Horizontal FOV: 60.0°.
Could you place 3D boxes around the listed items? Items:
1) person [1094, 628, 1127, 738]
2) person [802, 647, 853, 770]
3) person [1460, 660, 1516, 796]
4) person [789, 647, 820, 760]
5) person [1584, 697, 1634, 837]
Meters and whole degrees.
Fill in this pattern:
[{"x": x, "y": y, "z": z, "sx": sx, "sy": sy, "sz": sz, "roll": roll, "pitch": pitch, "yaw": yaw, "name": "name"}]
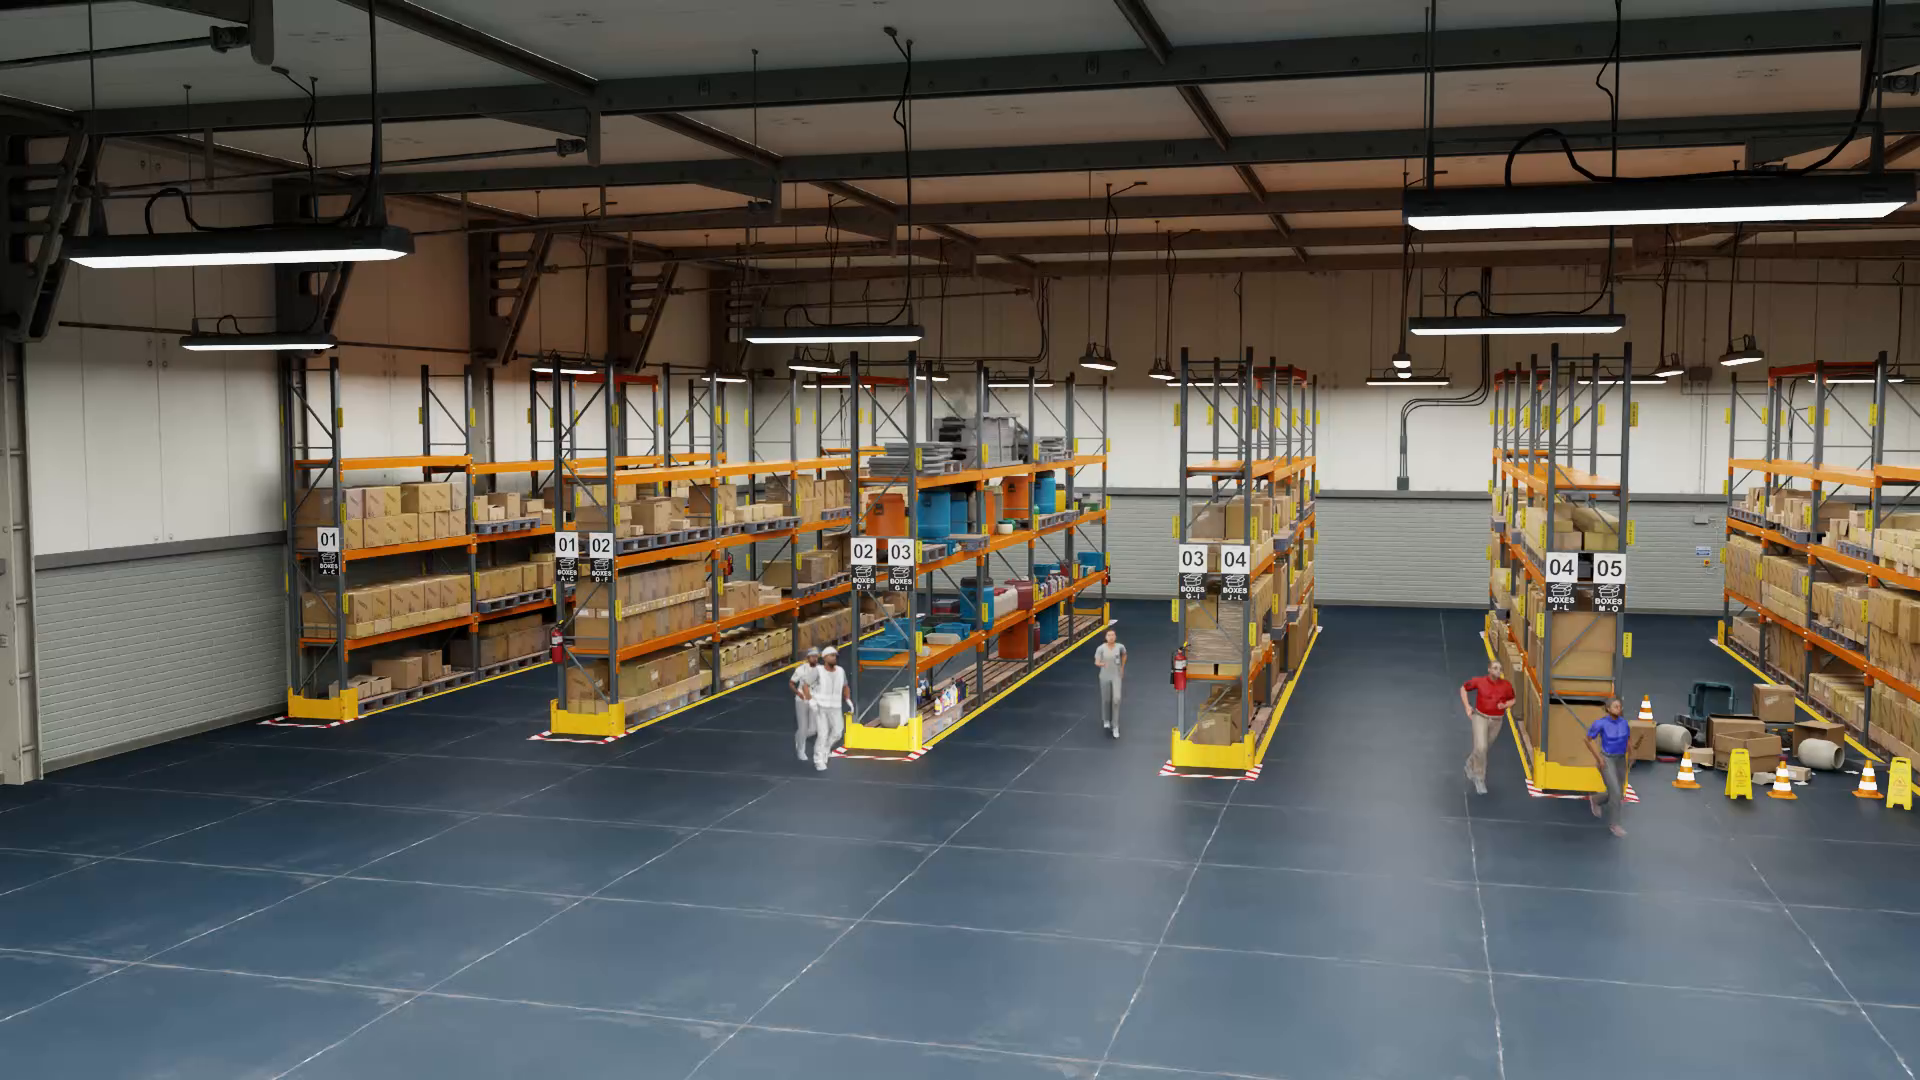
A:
[{"x": 2.385, "y": 2.233, "z": 26.347, "sx": 0.511, "sy": 1.713, "sz": 0.825, "roll": 0, "pitch": 4, "yaw": 5, "name": "person"}, {"x": -1.868, "y": 2.402, "z": 23.781, "sx": 0.744, "sy": 1.722, "sz": 0.524, "roll": -2, "pitch": 5, "yaw": -26, "name": "person"}, {"x": 7.161, "y": 2.496, "z": 22.487, "sx": 0.688, "sy": 1.757, "sz": 0.927, "roll": 0, "pitch": 4, "yaw": -6, "name": "person"}, {"x": -2.231, "y": 2.396, "z": 24.578, "sx": 0.607, "sy": 1.654, "sz": 0.615, "roll": -2, "pitch": 4, "yaw": -20, "name": "person"}, {"x": 7.887, "y": 2.725, "z": 20.214, "sx": 0.597, "sy": 1.630, "sz": 0.740, "roll": -1, "pitch": 4, "yaw": -18, "name": "person"}]
